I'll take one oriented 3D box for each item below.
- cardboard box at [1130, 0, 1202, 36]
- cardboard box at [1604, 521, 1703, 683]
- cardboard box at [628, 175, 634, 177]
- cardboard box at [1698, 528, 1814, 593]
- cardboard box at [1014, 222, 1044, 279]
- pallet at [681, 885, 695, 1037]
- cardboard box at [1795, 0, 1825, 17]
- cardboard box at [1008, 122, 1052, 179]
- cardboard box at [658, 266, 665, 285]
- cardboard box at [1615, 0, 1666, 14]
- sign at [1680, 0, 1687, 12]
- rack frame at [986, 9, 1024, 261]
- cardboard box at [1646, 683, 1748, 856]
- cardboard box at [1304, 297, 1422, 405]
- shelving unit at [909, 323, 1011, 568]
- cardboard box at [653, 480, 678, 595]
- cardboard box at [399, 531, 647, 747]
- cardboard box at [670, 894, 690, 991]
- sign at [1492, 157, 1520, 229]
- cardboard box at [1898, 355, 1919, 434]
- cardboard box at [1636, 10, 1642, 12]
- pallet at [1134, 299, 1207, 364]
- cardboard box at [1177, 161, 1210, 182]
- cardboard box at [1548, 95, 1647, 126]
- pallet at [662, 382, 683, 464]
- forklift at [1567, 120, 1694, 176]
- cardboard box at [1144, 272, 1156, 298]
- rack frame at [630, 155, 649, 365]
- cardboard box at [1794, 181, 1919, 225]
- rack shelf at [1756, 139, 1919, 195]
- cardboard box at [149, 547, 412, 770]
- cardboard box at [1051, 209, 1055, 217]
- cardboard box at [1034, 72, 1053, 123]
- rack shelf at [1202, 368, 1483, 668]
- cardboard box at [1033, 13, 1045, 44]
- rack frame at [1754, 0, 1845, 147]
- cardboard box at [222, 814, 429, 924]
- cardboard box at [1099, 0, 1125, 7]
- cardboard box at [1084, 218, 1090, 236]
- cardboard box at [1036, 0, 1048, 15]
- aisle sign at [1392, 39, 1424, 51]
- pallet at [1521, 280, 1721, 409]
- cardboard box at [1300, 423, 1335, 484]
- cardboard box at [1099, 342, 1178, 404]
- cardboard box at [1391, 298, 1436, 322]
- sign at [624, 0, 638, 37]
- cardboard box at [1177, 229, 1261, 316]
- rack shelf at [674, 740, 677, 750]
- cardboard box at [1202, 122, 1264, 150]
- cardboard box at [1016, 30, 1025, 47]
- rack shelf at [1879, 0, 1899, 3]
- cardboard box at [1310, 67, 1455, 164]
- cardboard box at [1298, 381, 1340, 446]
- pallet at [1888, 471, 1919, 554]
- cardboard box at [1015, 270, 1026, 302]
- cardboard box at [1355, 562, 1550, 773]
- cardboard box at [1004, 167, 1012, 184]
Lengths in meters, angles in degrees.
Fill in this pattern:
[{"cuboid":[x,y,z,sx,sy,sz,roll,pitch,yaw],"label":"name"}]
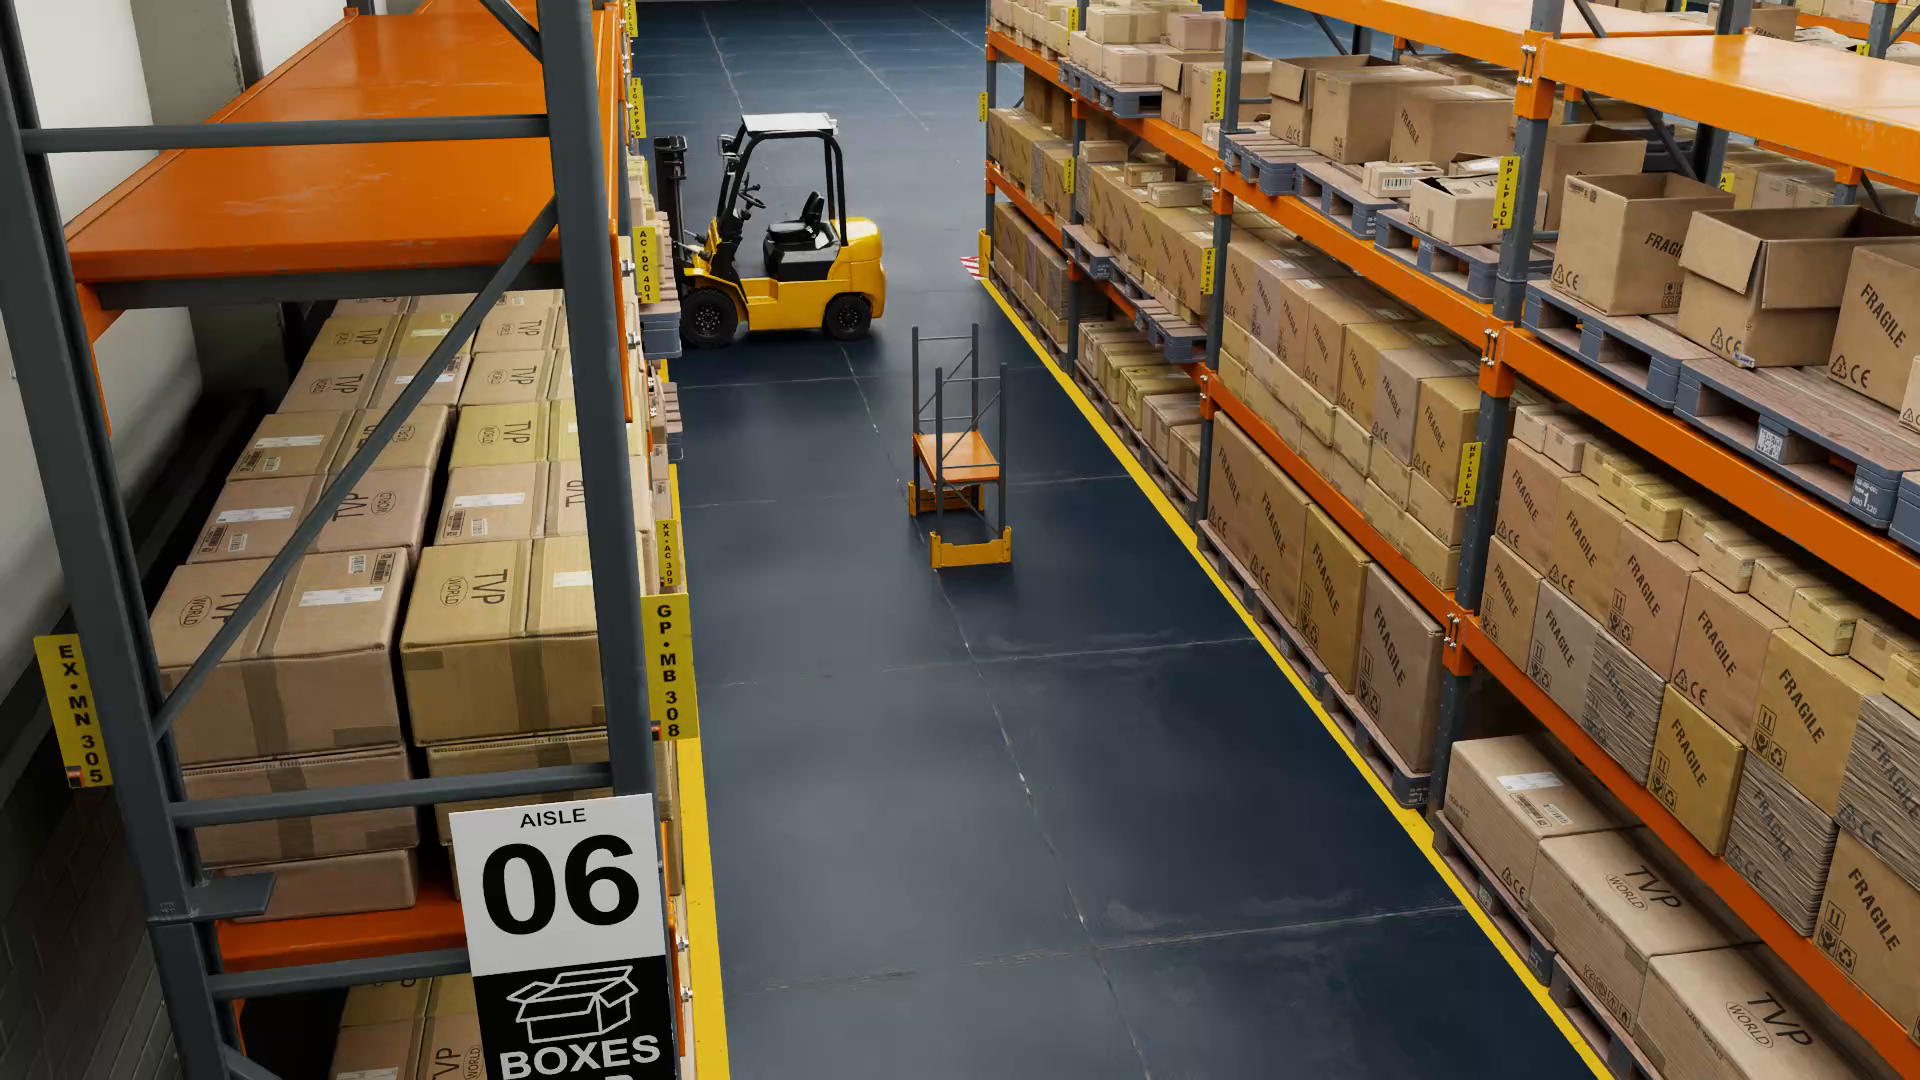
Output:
[{"cuboid":[1.776,-4.526,14.397,0.500,0.250,0.500,-4,24,-9],"label":"cardboard box"},{"cuboid":[3.044,0.233,6.838,0.500,0.500,0.500,-4,24,-9],"label":"cardboard box"},{"cuboid":[-1.782,-1.683,8.144,0.380,0.149,0.250,-4,24,-9],"label":"cardboard box"},{"cuboid":[3.089,0.073,6.394,0.380,0.149,0.250,-4,24,-10],"label":"cardboard box"},{"cuboid":[0.872,-3.116,17.853,0.500,0.500,0.500,-4,24,-9],"label":"cardboard box"},{"cuboid":[-1.729,2.047,7.542,1.003,0.211,1.213,-4,24,-10],"label":"pallet"},{"cuboid":[10.378,-6.421,19.886,0.500,0.250,0.500,-4,24,-8],"label":"cardboard box"},{"cuboid":[0.813,-4.162,17.777,0.500,0.500,0.500,-5,24,-11],"label":"cardboard box"},{"cuboid":[-1.533,-1.250,7.524,0.380,0.149,0.250,-4,24,-9],"label":"cardboard box"},{"cuboid":[6.574,-5.316,16.336,0.500,0.250,0.500,-4,24,-9],"label":"cardboard box"},{"cuboid":[6.921,-5.223,15.916,0.100,0.325,0.005,-4,24,-10],"label":"sign"},{"cuboid":[0.804,-4.590,19.254,1.000,3.000,0.127,-4,24,-10],"label":"rack frame"},{"cuboid":[3.122,0.885,6.593,0.500,0.500,0.500,-4,24,-8],"label":"cardboard box"},{"cuboid":[2.406,-1.138,9.975,0.500,0.500,0.500,-4,24,-9],"label":"cardboard box"},{"cuboid":[-0.014,-0.717,12.261,0.587,1.500,1.083,-4,24,-10],"label":"shelving unit"},{"cuboid":[-1.724,0.054,7.972,0.700,0.500,0.500,-4,24,-8],"label":"cardboard box"},{"cuboid":[-0.950,0.208,3.712,0.500,0.250,0.500,-5,24,-10],"label":"cardboard box"},{"cuboid":[-1.125,1.409,5.335,0.500,0.250,0.500,-5,24,-11],"label":"cardboard box"},{"cuboid":[2.491,-1.582,7.580,0.100,0.325,0.005,-4,24,-10],"label":"sign"},{"cuboid":[3.535,-0.461,5.515,0.500,0.311,0.500,-4,24,-9],"label":"cardboard box"},{"cuboid":[6.256,-4.718,15.318,0.258,0.266,0.396,-5,24,-11],"label":"cardboard box"},{"cuboid":[2.047,-1.628,12.712,1.213,0.211,1.003,-4,24,-10],"label":"pallet"},{"cuboid":[2.065,-3.147,14.120,0.380,0.149,0.250,-5,24,-12],"label":"cardboard box"},{"cuboid":[6.355,-4.134,16.674,0.875,0.550,0.550,-4,24,-10],"label":"cardboard box"},{"cuboid":[-2.400,-0.725,10.645,1.213,0.211,1.003,-4,24,-10],"label":"pallet"},{"cuboid":[4.736,-1.846,13.058,1.130,2.935,3.031,-4,24,-9],"label":"forklift"},{"cuboid":[1.676,-2.035,13.193,0.380,0.149,0.250,-4,24,-9],"label":"cardboard box"},{"cuboid":[-2.594,-1.075,11.205,1.000,3.000,0.127,-4,24,-10],"label":"rack frame"},{"cuboid":[7.056,-2.531,13.165,0.700,0.500,0.500,-4,24,-10],"label":"cardboard box"},{"cuboid":[10.913,-4.207,19.276,1.077,0.370,4.000,-4,24,-10],"label":"rack shelf"},{"cuboid":[-1.472,0.247,3.623,0.500,0.250,0.500,-5,24,-11],"label":"cardboard box"},{"cuboid":[1.128,-3.310,16.638,0.380,0.149,0.250,-5,24,-10],"label":"cardboard box"},{"cuboid":[1.199,-4.846,18.095,0.700,0.500,0.500,-4,24,-9],"label":"cardboard box"},{"cuboid":[2.653,-0.327,10.392,1.077,0.370,4.000,-4,24,-10],"label":"rack shelf"},{"cuboid":[1.023,-5.013,16.291,0.500,0.250,0.500,-5,24,-11],"label":"cardboard box"},{"cuboid":[10.543,-5.323,20.934,1.000,3.000,0.127,-4,24,-10],"label":"rack frame"},{"cuboid":[-1.402,0.704,3.699,0.380,0.149,0.250,-4,24,-8],"label":"cardboard box"},{"cuboid":[1.571,-5.193,16.206,0.380,0.149,0.250,-5,24,-12],"label":"cardboard box"},{"cuboid":[1.335,-2.853,15.067,0.380,0.149,0.250,-4,24,-9],"label":"cardboard box"},{"cuboid":[0.964,-5.255,16.348,0.380,0.149,0.250,-4,24,-9],"label":"cardboard box"},{"cuboid":[5.342,-6.193,19.677,0.394,0.787,0.004,-4,24,-10],"label":"aisle sign"},{"cuboid":[3.164,-0.881,7.126,1.003,0.211,1.213,-4,24,-10],"label":"pallet"},{"cuboid":[2.425,-0.562,10.219,0.500,0.250,0.500,-4,24,-10],"label":"cardboard box"},{"cuboid":[1.779,-1.516,14.975,0.950,0.372,0.625,-3,24,-6],"label":"cardboard box"},{"cuboid":[2.910,-1.167,10.042,0.500,0.500,0.500,-5,24,-11],"label":"cardboard box"},{"cuboid":[-2.803,-4.448,14.141,0.100,0.325,0.005,-4,24,-10],"label":"sign"},{"cuboid":[1.926,-1.976,12.248,0.500,0.500,0.500,-5,24,-11],"label":"cardboard box"},{"cuboid":[-1.485,1.615,5.945,1.077,0.370,4.000,-4,24,-10],"label":"rack shelf"},{"cuboid":[1.964,-2.908,11.970,0.380,0.149,0.250,-4,24,-10],"label":"cardboard box"},{"cuboid":[0.789,-5.187,17.188,0.380,0.149,0.250,-4,24,-9],"label":"cardboard box"},{"cuboid":[7.499,-3.299,10.201,1.077,0.370,4.000,-4,24,-10],"label":"rack shelf"},{"cuboid":[2.653,-2.681,10.486,0.700,0.500,0.500,-6,24,-12],"label":"cardboard box"},{"cuboid":[2.389,-0.785,10.106,0.500,0.250,0.500,-4,24,-9],"label":"cardboard box"},{"cuboid":[3.615,0.078,4.928,1.003,0.211,1.213,-4,24,-10],"label":"pallet"},{"cuboid":[0.881,-2.770,17.997,0.500,0.250,0.500,-3,24,-6],"label":"cardboard box"},{"cuboid":[2.829,0.673,9.333,0.875,0.875,0.875,-4,24,-8],"label":"cardboard box"},{"cuboid":[0.695,-4.014,18.250,0.380,0.149,0.250,-4,24,-9],"label":"cardboard box"}]
